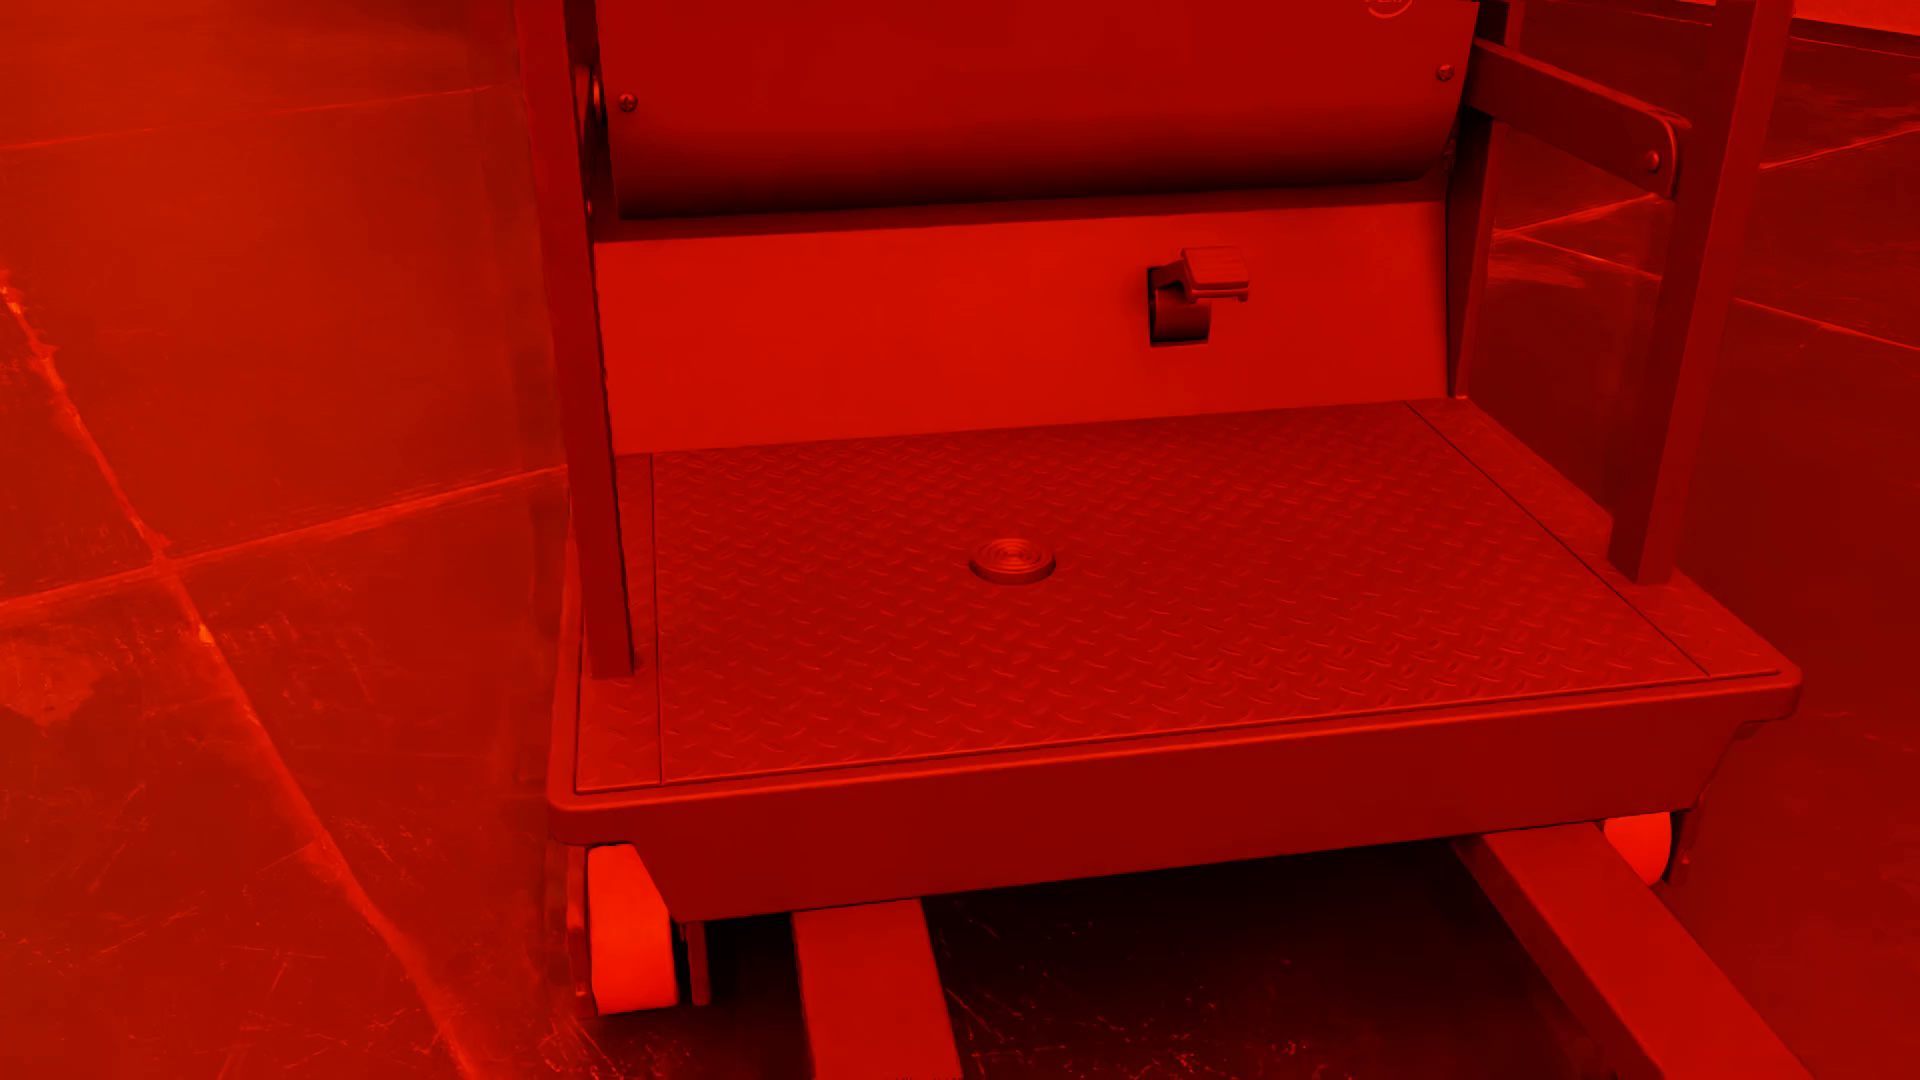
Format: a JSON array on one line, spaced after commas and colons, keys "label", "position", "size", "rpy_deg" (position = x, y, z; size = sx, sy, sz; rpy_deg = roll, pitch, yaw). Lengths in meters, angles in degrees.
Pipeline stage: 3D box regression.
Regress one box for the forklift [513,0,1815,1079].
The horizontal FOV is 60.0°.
[{"label": "forklift", "position": [0.130, -1.034, 1.292], "size": [1.130, 2.935, 3.031], "rpy_deg": [-5, 27, -9]}]
